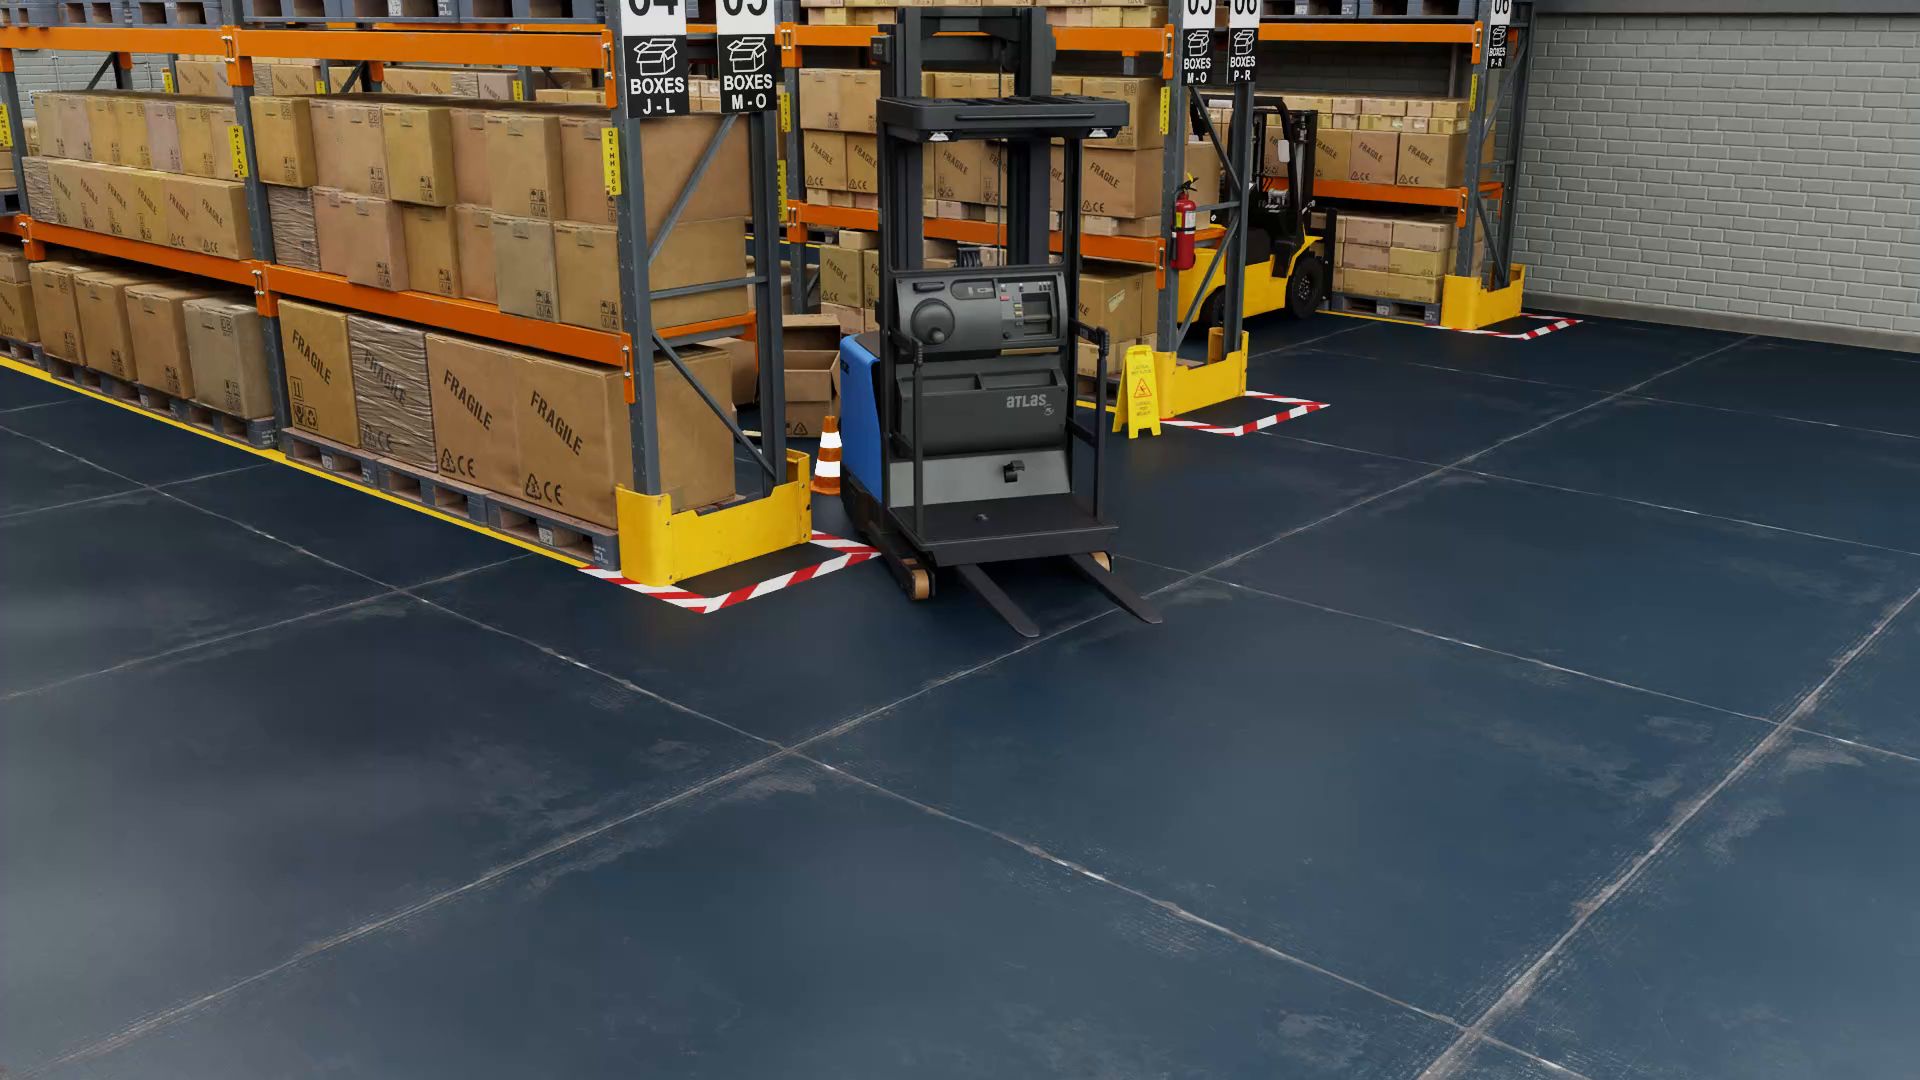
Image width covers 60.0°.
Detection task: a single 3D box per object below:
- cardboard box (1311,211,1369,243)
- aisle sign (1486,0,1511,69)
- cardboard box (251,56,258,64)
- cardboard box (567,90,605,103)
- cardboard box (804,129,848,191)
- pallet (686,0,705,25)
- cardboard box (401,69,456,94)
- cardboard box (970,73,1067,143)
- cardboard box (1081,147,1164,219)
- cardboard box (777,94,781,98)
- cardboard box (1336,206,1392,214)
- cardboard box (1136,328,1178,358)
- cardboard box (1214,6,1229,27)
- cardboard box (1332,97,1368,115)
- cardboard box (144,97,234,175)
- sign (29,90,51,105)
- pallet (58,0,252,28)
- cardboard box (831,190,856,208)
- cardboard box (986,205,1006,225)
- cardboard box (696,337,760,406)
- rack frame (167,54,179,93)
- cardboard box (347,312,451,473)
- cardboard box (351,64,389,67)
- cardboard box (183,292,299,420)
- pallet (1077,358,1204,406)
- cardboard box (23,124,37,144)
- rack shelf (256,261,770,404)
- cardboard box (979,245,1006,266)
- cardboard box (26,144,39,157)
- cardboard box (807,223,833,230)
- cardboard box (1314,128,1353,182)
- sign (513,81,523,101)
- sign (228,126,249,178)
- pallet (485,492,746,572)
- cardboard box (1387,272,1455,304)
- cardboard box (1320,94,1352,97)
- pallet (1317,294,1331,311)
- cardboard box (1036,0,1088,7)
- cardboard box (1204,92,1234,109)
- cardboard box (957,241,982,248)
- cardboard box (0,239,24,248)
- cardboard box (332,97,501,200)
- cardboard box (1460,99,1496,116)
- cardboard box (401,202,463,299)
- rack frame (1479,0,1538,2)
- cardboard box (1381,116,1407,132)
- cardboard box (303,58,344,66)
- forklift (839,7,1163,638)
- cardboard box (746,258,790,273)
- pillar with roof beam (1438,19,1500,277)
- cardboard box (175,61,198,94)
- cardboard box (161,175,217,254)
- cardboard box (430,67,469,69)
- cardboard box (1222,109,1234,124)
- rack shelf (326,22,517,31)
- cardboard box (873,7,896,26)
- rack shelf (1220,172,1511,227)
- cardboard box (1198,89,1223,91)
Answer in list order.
[{"bbox_3d":[3.816,-3.195,16.919,0.500,0.250,0.500,15,23,40],"label":"cardboard box"},{"bbox_3d":[4.991,-4.766,15.374,0.004,0.787,0.394,15,23,39],"label":"aisle sign"},{"bbox_3d":[-8.680,-6.033,20.771,0.250,0.149,0.380,15,23,39],"label":"cardboard box"},{"bbox_3d":[-3.561,-4.233,16.640,0.500,0.500,0.500,17,24,42],"label":"cardboard box"},{"bbox_3d":[-1.002,-3.324,14.471,0.500,0.500,0.500,15,23,39],"label":"cardboard box"},{"bbox_3d":[-2.315,-4.982,15.703,1.003,0.211,1.213,15,23,39],"label":"pallet"},{"bbox_3d":[-5.829,-4.964,18.476,0.500,0.500,0.500,15,23,38],"label":"cardboard box"},{"bbox_3d":[0.495,-3.385,13.008,0.500,0.500,0.700,15,23,39],"label":"cardboard box"},{"bbox_3d":[1.256,-2.719,12.564,0.500,0.500,0.500,15,23,38],"label":"cardboard box"},{"bbox_3d":[-1.682,-3.935,15.702,0.500,0.500,0.500,15,23,39],"label":"cardboard box"},{"bbox_3d":[4.160,-3.315,17.296,0.500,0.250,0.500,15,23,39],"label":"cardboard box"},{"bbox_3d":[1.425,-1.597,13.537,0.500,0.250,0.500,15,23,39],"label":"cardboard box"},{"bbox_3d":[1.813,-3.933,12.503,0.250,0.149,0.380,15,23,39],"label":"cardboard box"},{"bbox_3d":[3.905,-4.313,16.513,0.250,0.149,0.380,16,23,41],"label":"cardboard box"},{"bbox_3d":[-5.496,-2.973,12.202,0.500,0.500,0.700,15,23,40],"label":"cardboard box"},{"bbox_3d":[-14.433,-6.953,26.114,0.001,0.218,0.327,15,23,39],"label":"sign"},{"bbox_3d":[-5.993,-3.948,12.445,1.213,0.211,1.003,16,24,42],"label":"pallet"},{"bbox_3d":[-0.900,-2.992,14.495,0.250,0.149,0.380,16,24,41],"label":"cardboard box"},{"bbox_3d":[0.420,-2.631,13.358,0.250,0.149,0.380,15,23,39],"label":"cardboard box"},{"bbox_3d":[-1.854,-1.324,12.726,0.503,0.637,0.797,15,23,39],"label":"cardboard box"},{"bbox_3d":[-10.122,-5.696,22.600,0.127,3.000,1.000,15,23,39],"label":"rack frame"},{"bbox_3d":[-3.256,-1.011,10.657,0.875,0.875,0.875,15,23,40],"label":"cardboard box"},{"bbox_3d":[-7.325,-5.567,20.377,0.500,0.500,0.500,15,23,40],"label":"cardboard box"},{"bbox_3d":[-4.881,-1.378,12.020,0.750,0.750,1.050,15,23,39],"label":"cardboard box"},{"bbox_3d":[1.204,-1.340,13.486,1.213,0.211,1.003,15,23,39],"label":"pallet"},{"bbox_3d":[-8.146,-3.607,14.755,0.250,0.149,0.380,14,22,37],"label":"cardboard box"},{"bbox_3d":[-2.861,-1.402,10.258,4.000,0.370,1.077,15,23,39],"label":"rack shelf"},{"bbox_3d":[0.372,-2.304,13.452,0.250,0.149,0.380,16,24,42],"label":"cardboard box"},{"bbox_3d":[-7.983,-3.421,14.661,0.250,0.149,0.380,14,22,38],"label":"cardboard box"},{"bbox_3d":[-1.673,-4.361,21.832,0.500,0.500,0.500,15,23,38],"label":"cardboard box"},{"bbox_3d":[3.829,-3.903,16.786,0.500,0.500,0.500,14,23,38],"label":"cardboard box"},{"bbox_3d":[-4.504,-4.515,16.965,0.005,0.325,0.100,15,23,39],"label":"sign"},{"bbox_3d":[-4.709,-2.535,10.859,0.005,0.325,0.100,15,23,39],"label":"sign"},{"bbox_3d":[-2.015,-0.157,9.756,1.213,0.211,1.003,15,23,39],"label":"pallet"},{"bbox_3d":[4.576,-2.519,16.442,0.500,0.250,0.500,15,23,40],"label":"cardboard box"},{"bbox_3d":[3.890,-4.538,17.223,0.250,0.149,0.380,15,23,40],"label":"cardboard box"},{"bbox_3d":[3.629,-2.667,17.666,1.213,0.211,1.003,15,23,39],"label":"pallet"},{"bbox_3d":[0.917,-4.129,12.461,0.500,0.250,0.500,15,23,39],"label":"cardboard box"},{"bbox_3d":[2.764,-4.621,17.485,0.250,0.149,0.380,16,23,40],"label":"cardboard box"},{"bbox_3d":[-0.144,-2.373,14.743,0.500,0.500,0.500,16,23,40],"label":"cardboard box"},{"bbox_3d":[-8.419,-2.492,14.704,0.500,0.250,0.500,15,23,40],"label":"cardboard box"},{"bbox_3d":[-3.302,-2.427,10.266,0.550,0.550,0.875,15,23,39],"label":"cardboard box"},{"bbox_3d":[5.028,-4.221,16.225,0.250,0.149,0.380,14,23,38],"label":"cardboard box"},{"bbox_3d":[-2.858,-1.822,10.146,0.500,0.550,0.875,15,23,39],"label":"cardboard box"},{"bbox_3d":[5.137,-6.466,15.111,0.127,3.000,1.000,15,23,39],"label":"rack frame"},{"bbox_3d":[4.328,-4.080,16.273,0.250,0.149,0.380,16,23,40],"label":"cardboard box"},{"bbox_3d":[-7.572,-5.716,19.773,0.250,0.149,0.380,14,23,38],"label":"cardboard box"},{"bbox_3d":[0.182,-1.215,8.596,1.130,2.935,3.031,-5,18,-16],"label":"forklift"},{"bbox_3d":[-2.080,-2.482,16.124,0.950,0.372,0.625,-17,24,-42],"label":"cardboard box"},{"bbox_3d":[2.357,-5.836,13.125,0.400,9.000,9.100,15,23,39],"label":"pillar with roof beam"},{"bbox_3d":[-9.952,-6.059,21.927,0.500,0.500,0.500,14,23,38],"label":"cardboard box"},{"bbox_3d":[-5.302,-2.339,11.859,0.500,0.500,0.500,15,23,39],"label":"cardboard box"},{"bbox_3d":[-5.871,-5.175,19.142,0.500,0.500,0.500,16,24,41],"label":"cardboard box"},{"bbox_3d":[2.948,-4.426,17.363,0.250,0.149,0.380,15,23,39],"label":"cardboard box"},{"bbox_3d":[-5.634,-5.578,18.459,4.000,0.370,1.077,15,23,39],"label":"rack shelf"},{"bbox_3d":[-0.498,-4.329,13.750,0.250,0.149,0.380,16,24,41],"label":"cardboard box"},{"bbox_3d":[3.641,-3.666,17.392,4.000,0.370,1.077,15,23,39],"label":"rack shelf"},{"bbox_3d":[2.745,-4.853,18.216,0.250,0.149,0.380,14,23,38],"label":"cardboard box"}]
